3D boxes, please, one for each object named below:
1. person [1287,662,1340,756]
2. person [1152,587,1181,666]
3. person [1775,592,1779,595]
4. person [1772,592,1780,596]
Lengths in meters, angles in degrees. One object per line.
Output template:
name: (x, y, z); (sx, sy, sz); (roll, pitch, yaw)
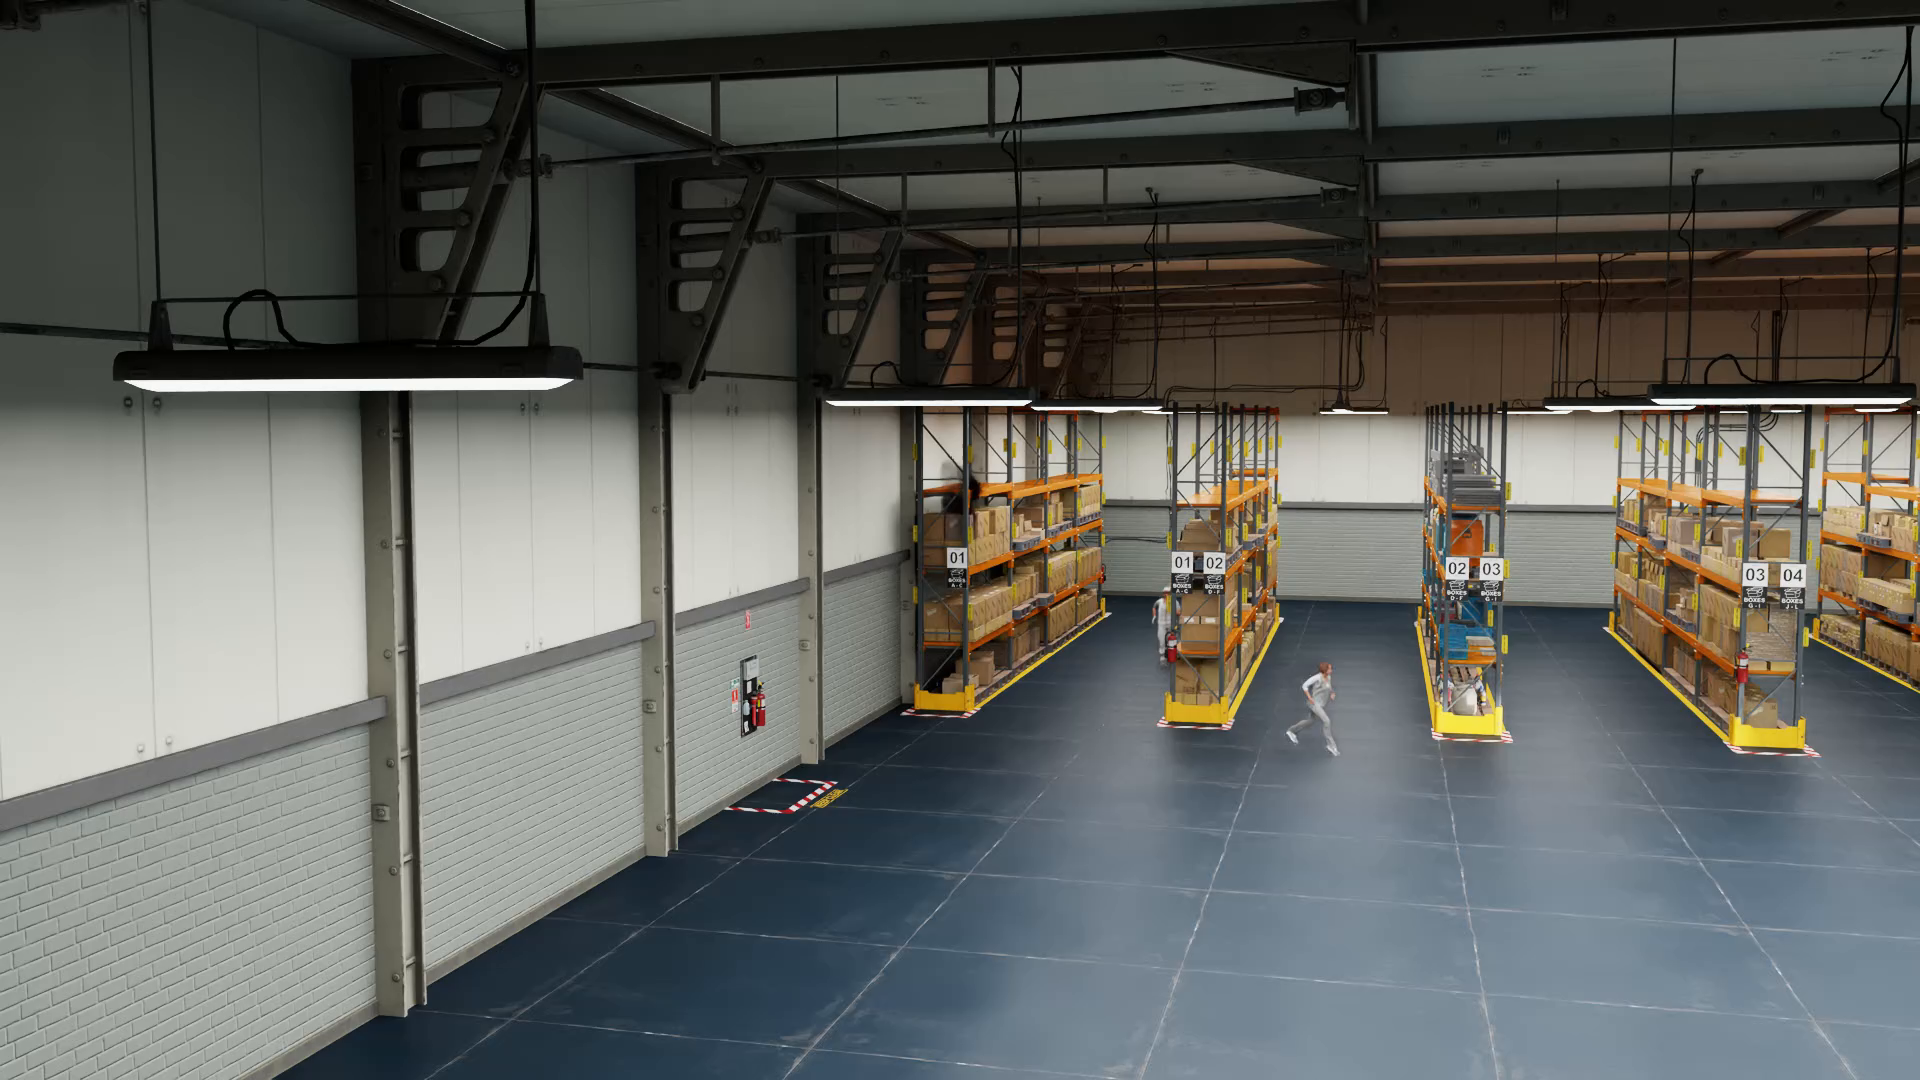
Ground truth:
person: (6.041, 2.843, 28.395); (0.997, 1.588, 0.541); (3, 5, 35)
person: (4.760, 1.968, 38.324); (0.662, 1.773, 1.002); (1, 4, 9)
person: (21.906, 1.609, 44.403); (0.634, 1.784, 0.849); (-1, 4, -15)
person: (20.914, 1.693, 43.277); (0.773, 1.726, 0.691); (-3, 5, -33)
